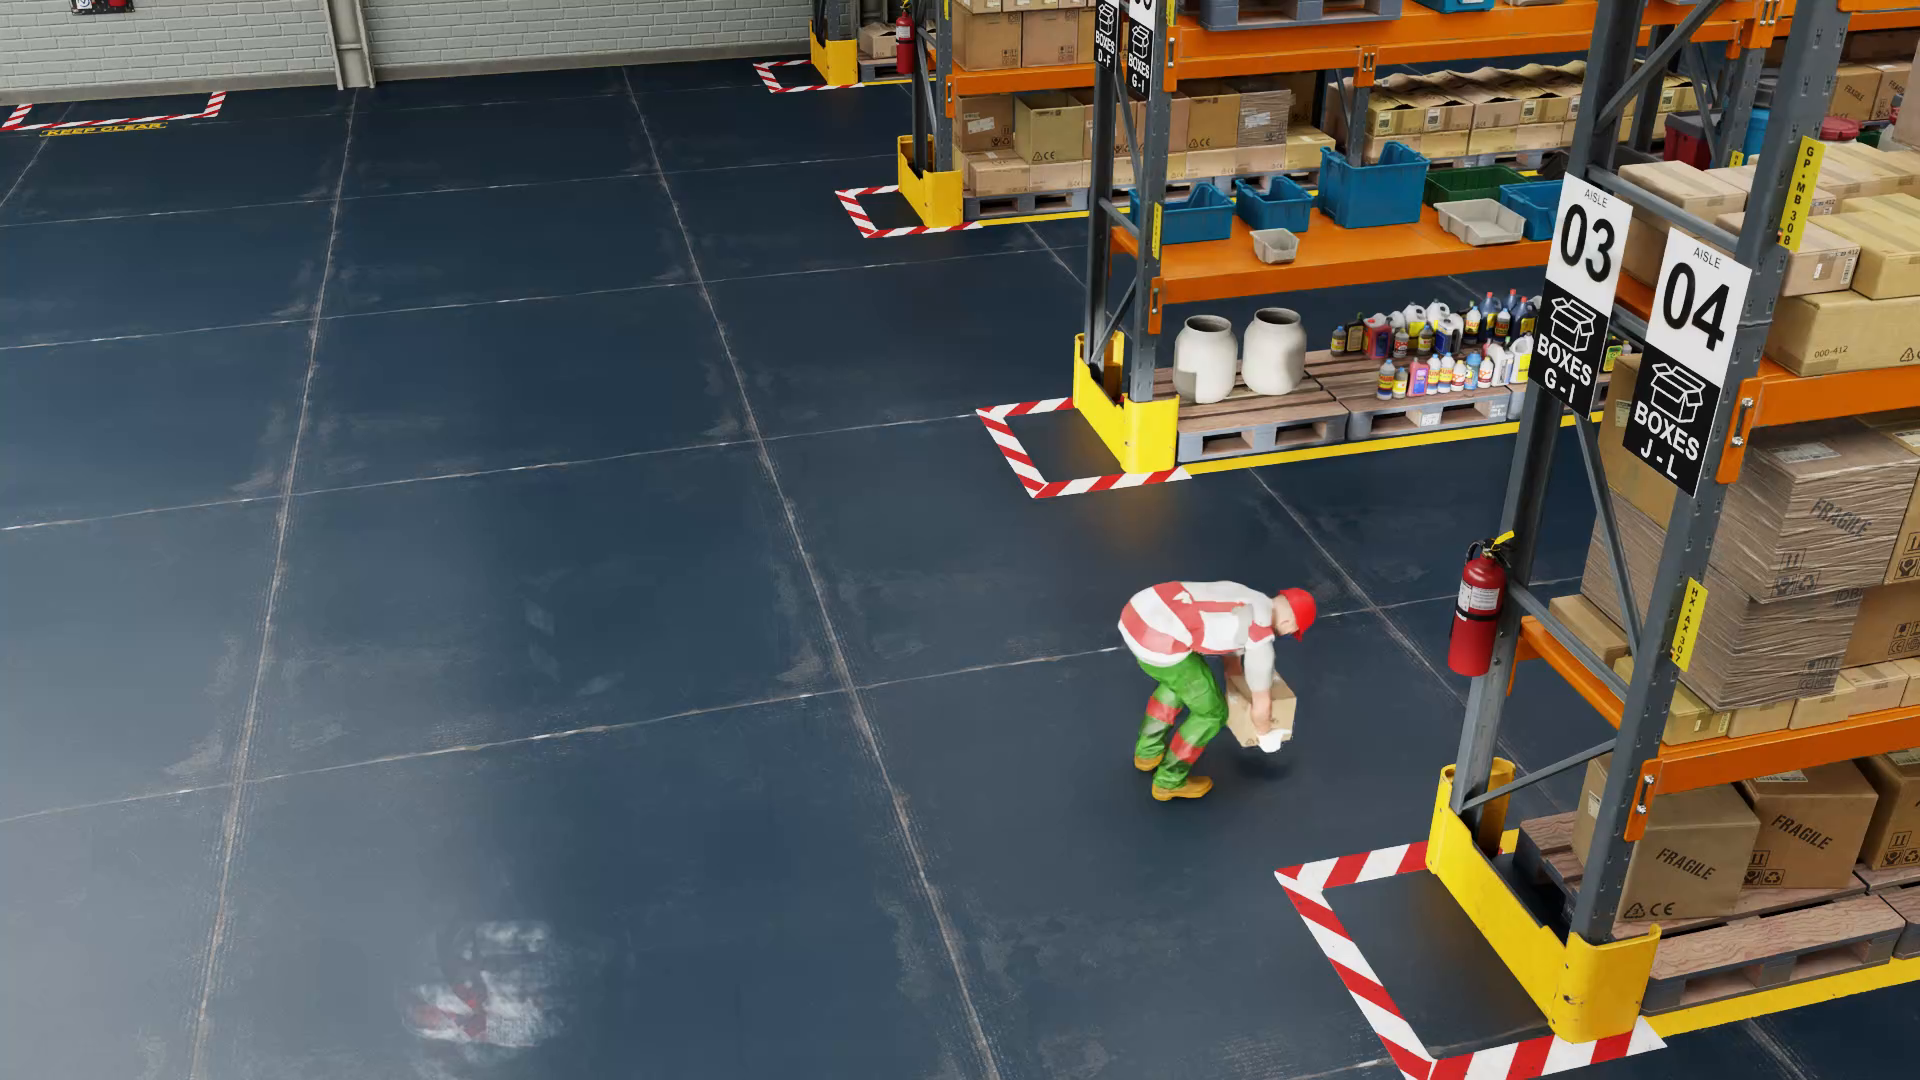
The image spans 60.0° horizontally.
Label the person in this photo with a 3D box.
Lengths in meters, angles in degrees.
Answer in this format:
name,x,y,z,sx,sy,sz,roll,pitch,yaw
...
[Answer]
name,x,y,z,sx,sy,sz,roll,pitch,yaw
person,1.207,0.649,7.816,0.962,1.060,0.517,-9,31,-15
